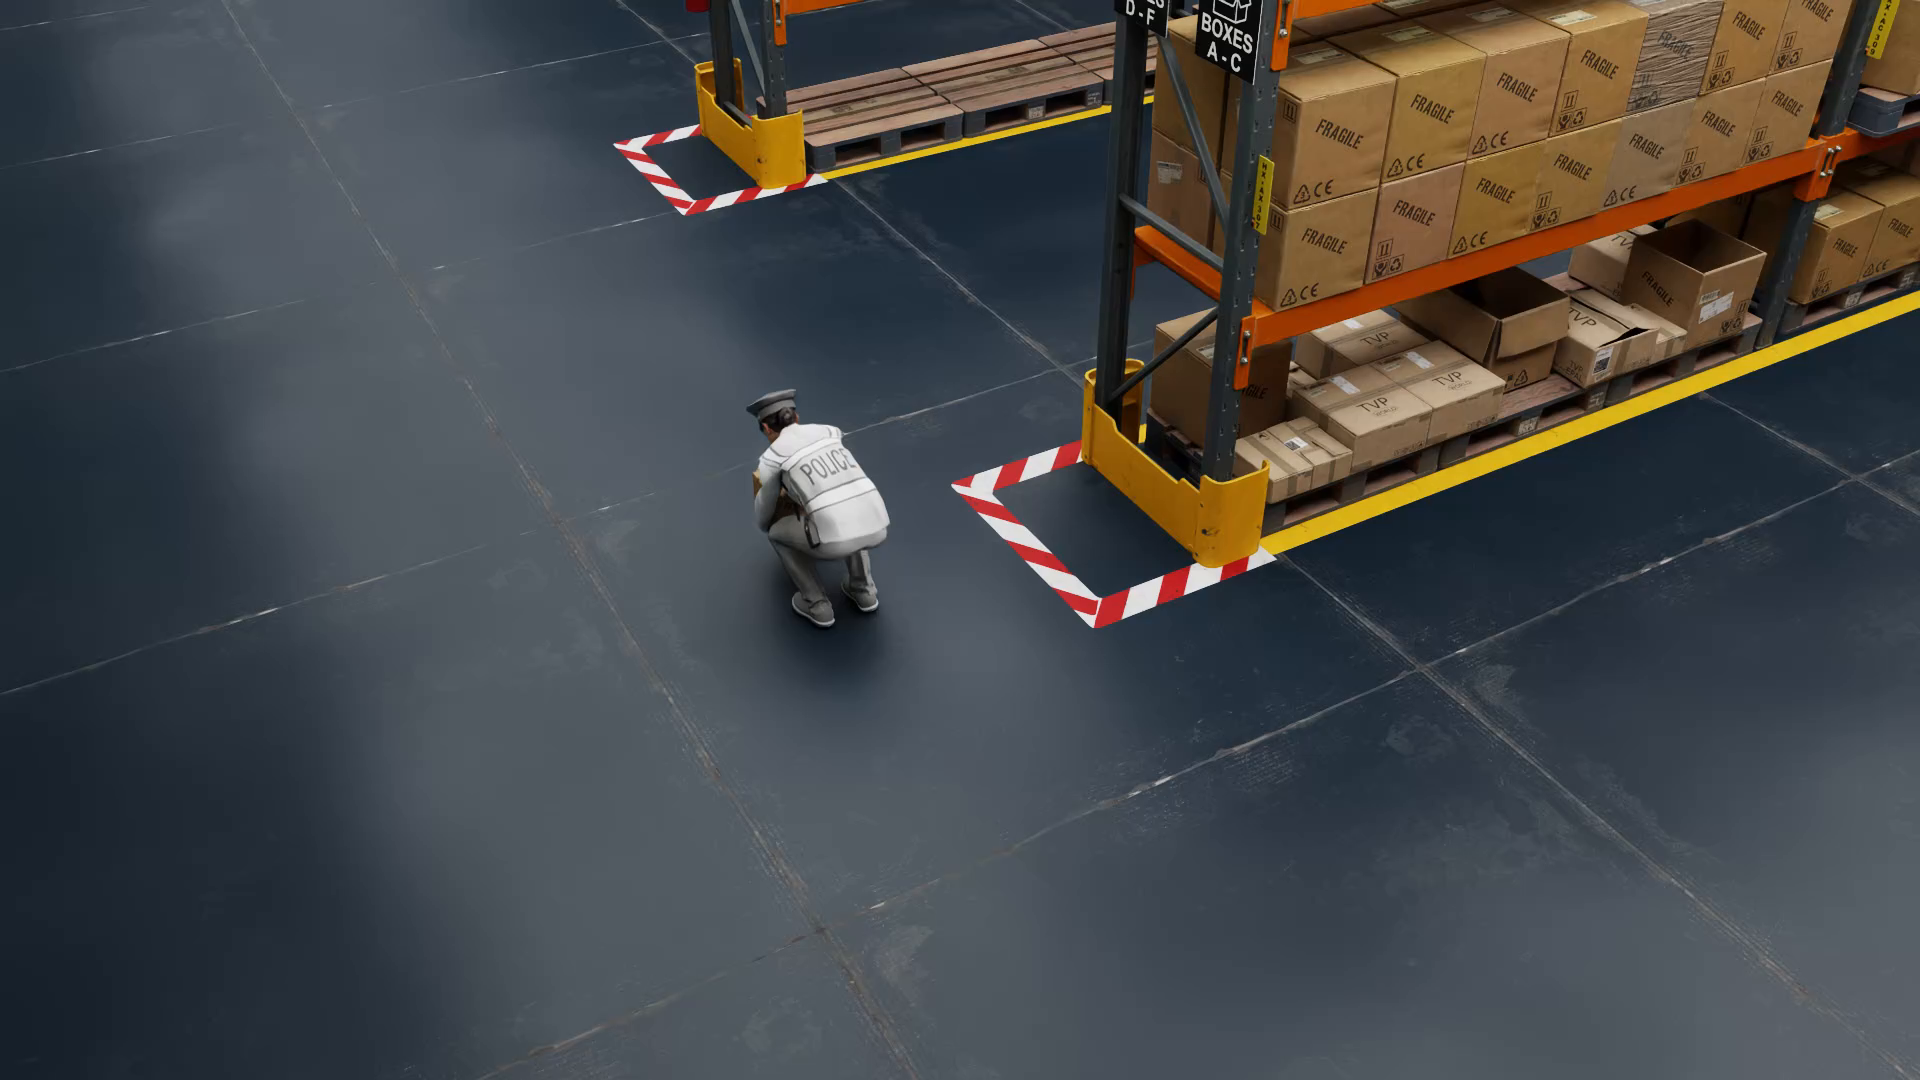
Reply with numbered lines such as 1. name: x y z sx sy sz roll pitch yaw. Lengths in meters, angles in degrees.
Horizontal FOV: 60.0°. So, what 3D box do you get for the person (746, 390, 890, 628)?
1. person: -0.660 -0.153 7.654 0.458 0.981 0.876 -20 42 -25
